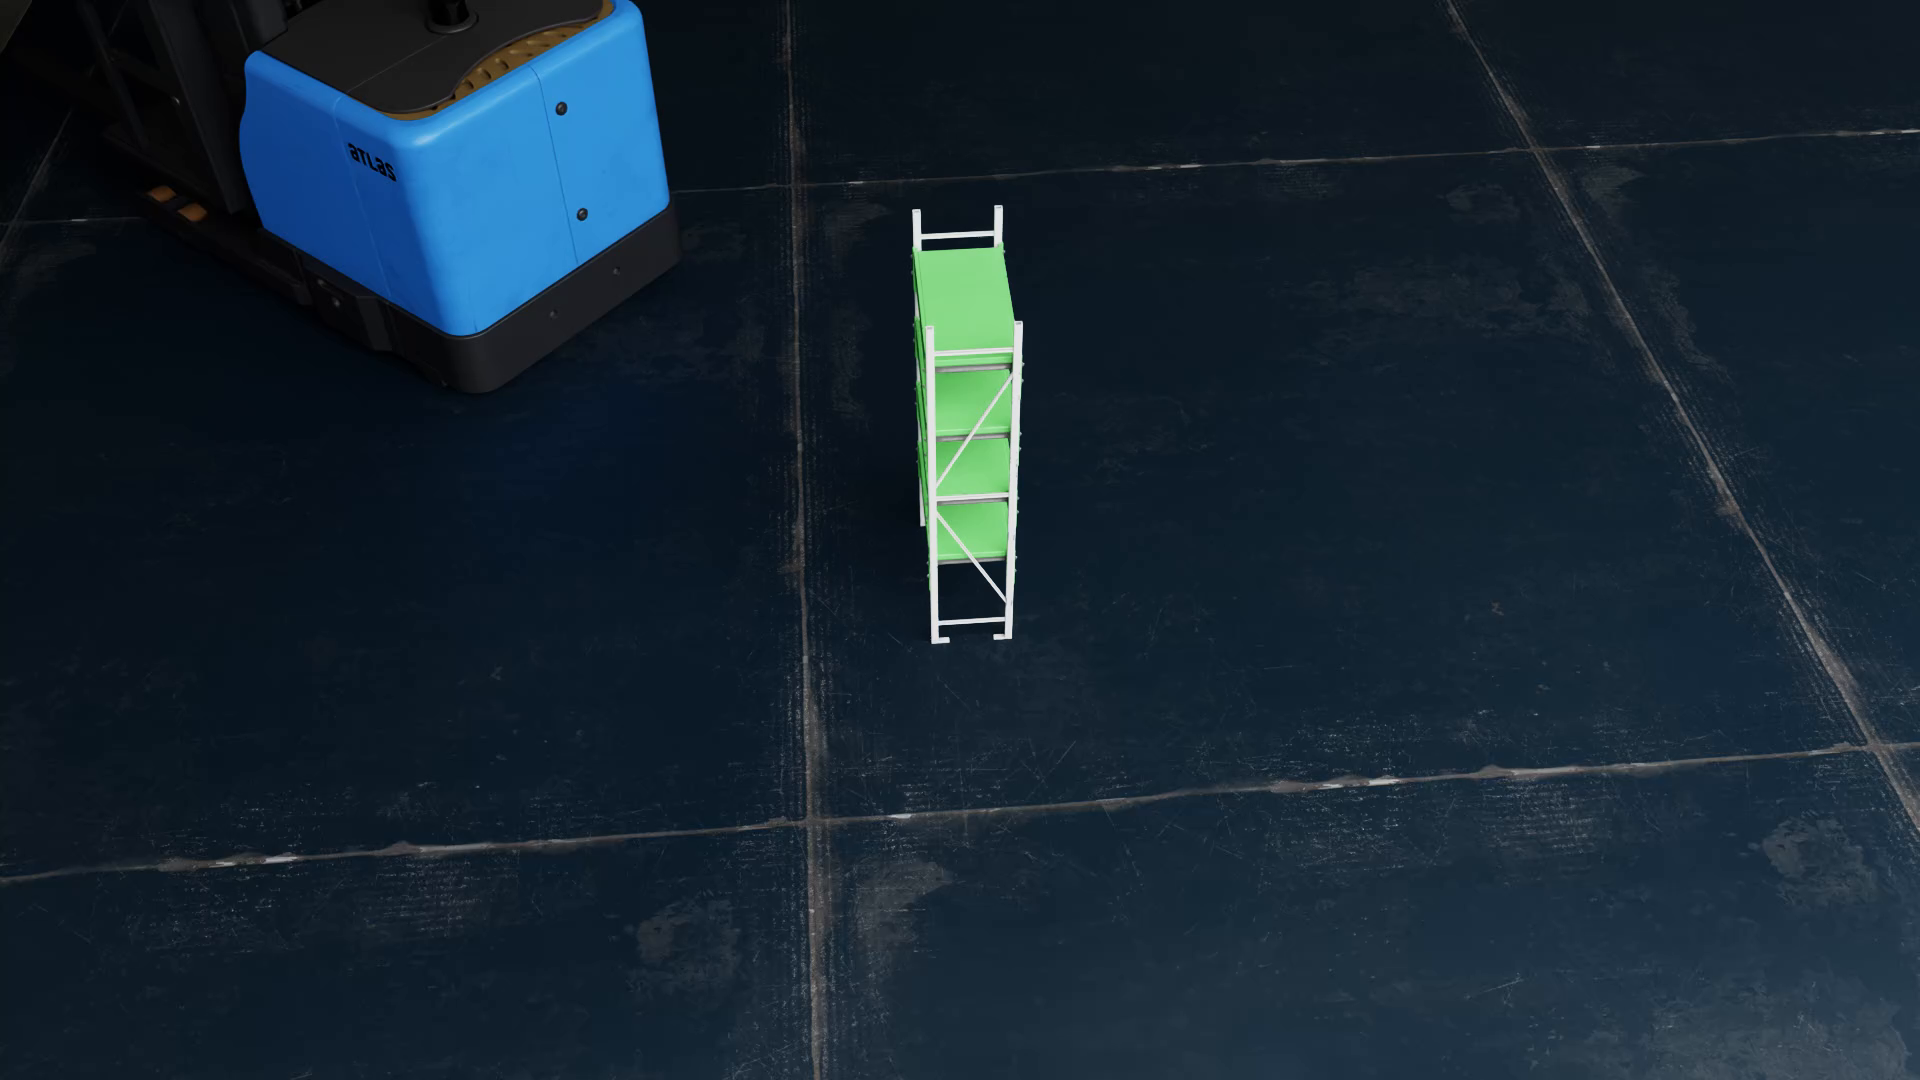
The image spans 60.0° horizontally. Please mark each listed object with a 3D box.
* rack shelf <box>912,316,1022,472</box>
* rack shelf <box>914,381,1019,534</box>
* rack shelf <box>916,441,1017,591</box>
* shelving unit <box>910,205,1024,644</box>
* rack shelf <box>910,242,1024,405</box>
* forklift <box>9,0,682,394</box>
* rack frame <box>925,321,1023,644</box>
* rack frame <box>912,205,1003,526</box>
[{"bbox_3d":[0.014,-0.414,4.573,0.258,0.148,0.480,-3,47,-3],"label":"rack shelf"},{"bbox_3d":[0.014,-0.249,4.747,0.258,0.148,0.480,-3,47,-3],"label":"rack shelf"},{"bbox_3d":[0.014,-0.084,4.922,0.258,0.148,0.480,-3,47,-3],"label":"rack shelf"},{"bbox_3d":[0.014,-0.293,4.701,0.258,1.200,0.503,-3,47,-3],"label":"shelving unit"},{"bbox_3d":[0.014,-0.579,4.399,0.258,0.148,0.480,-3,47,-3],"label":"rack shelf"},{"bbox_3d":[-2.508,-2.389,5.493,3.031,2.935,1.130,29,53,25],"label":"forklift"},{"bbox_3d":[0.034,-0.116,4.534,0.240,1.200,0.015,-3,47,-3],"label":"rack frame"},{"bbox_3d":[-0.007,-0.469,4.868,0.240,1.200,0.015,-3,47,-3],"label":"rack frame"}]
